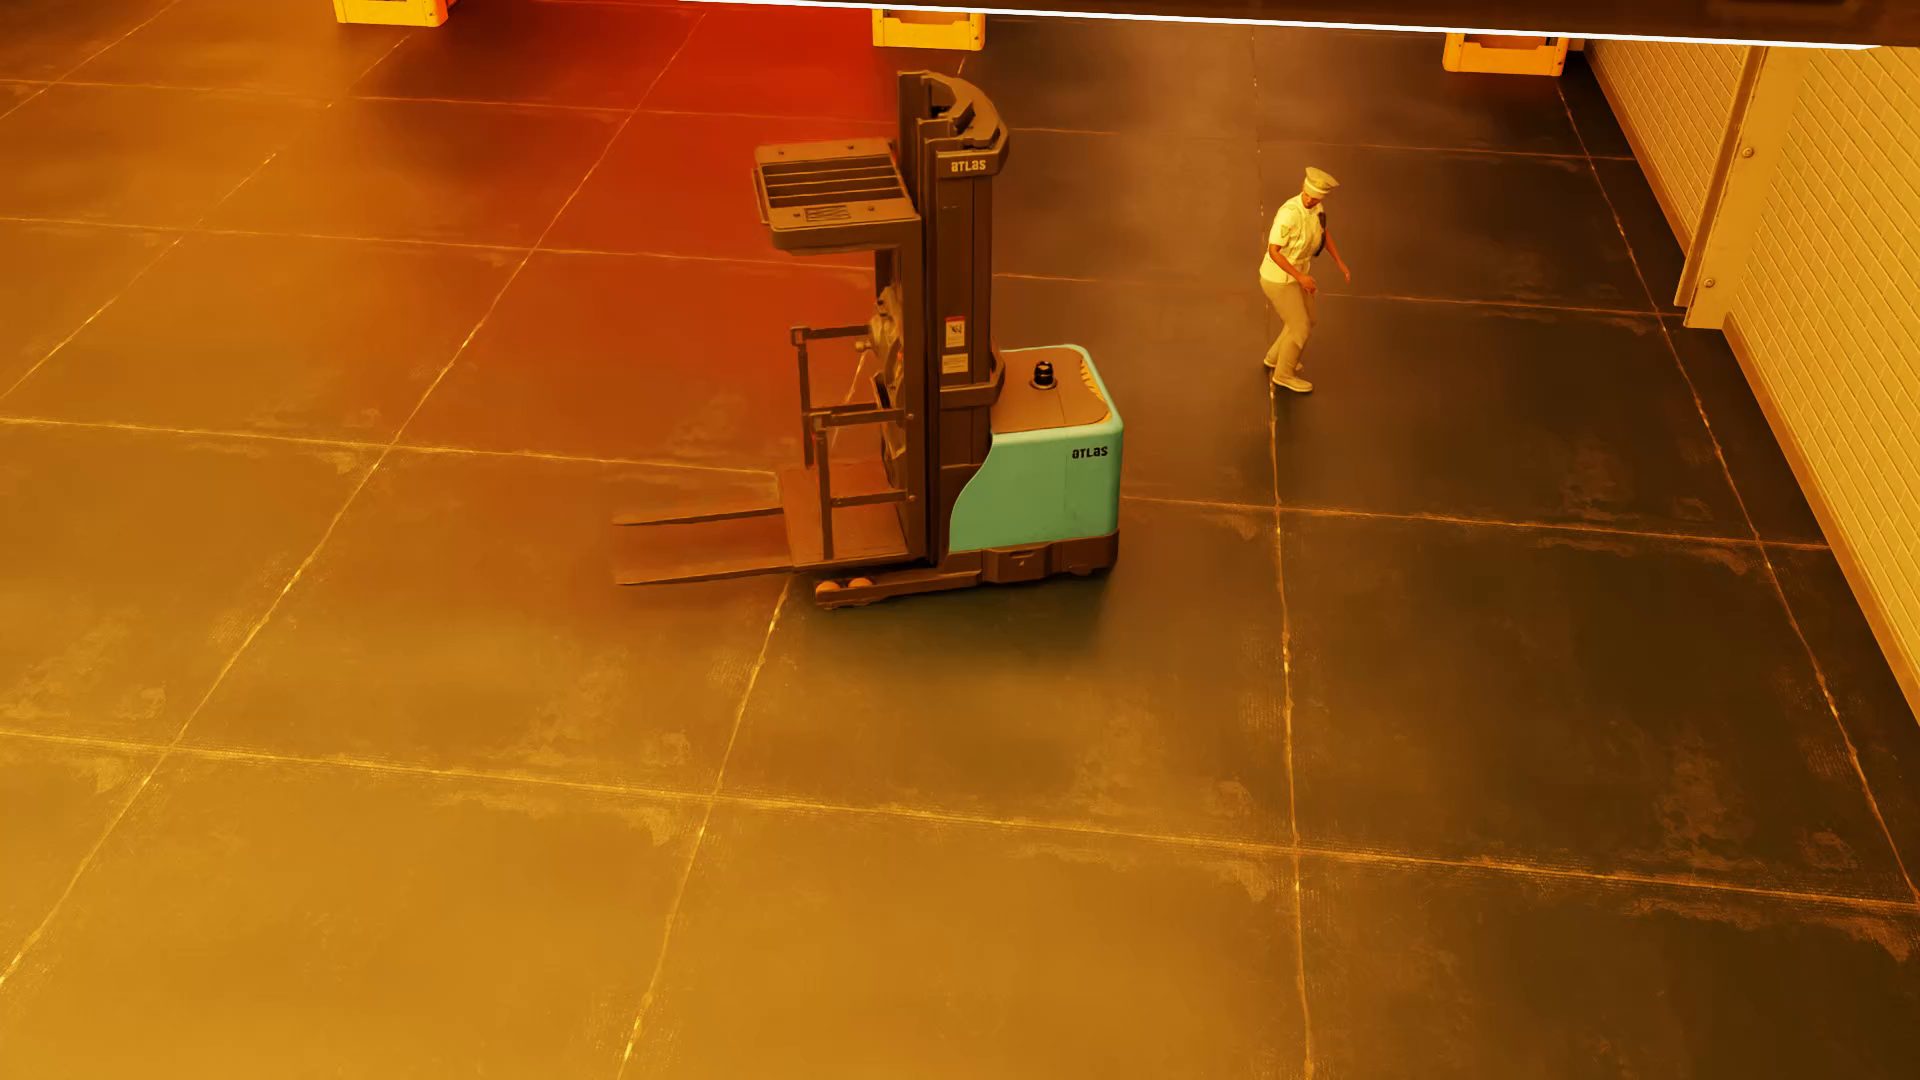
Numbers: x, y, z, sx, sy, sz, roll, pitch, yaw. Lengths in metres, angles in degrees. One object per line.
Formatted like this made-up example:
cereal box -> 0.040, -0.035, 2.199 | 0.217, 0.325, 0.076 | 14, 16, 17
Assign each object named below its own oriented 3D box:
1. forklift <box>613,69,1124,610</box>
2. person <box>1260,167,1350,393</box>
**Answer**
forklift -> -0.602, -1.105, 9.528 | 3.031, 2.935, 1.130 | -6, 37, -9
person -> 2.386, -1.833, 11.649 | 0.519, 1.625, 0.685 | 22, 42, 27
